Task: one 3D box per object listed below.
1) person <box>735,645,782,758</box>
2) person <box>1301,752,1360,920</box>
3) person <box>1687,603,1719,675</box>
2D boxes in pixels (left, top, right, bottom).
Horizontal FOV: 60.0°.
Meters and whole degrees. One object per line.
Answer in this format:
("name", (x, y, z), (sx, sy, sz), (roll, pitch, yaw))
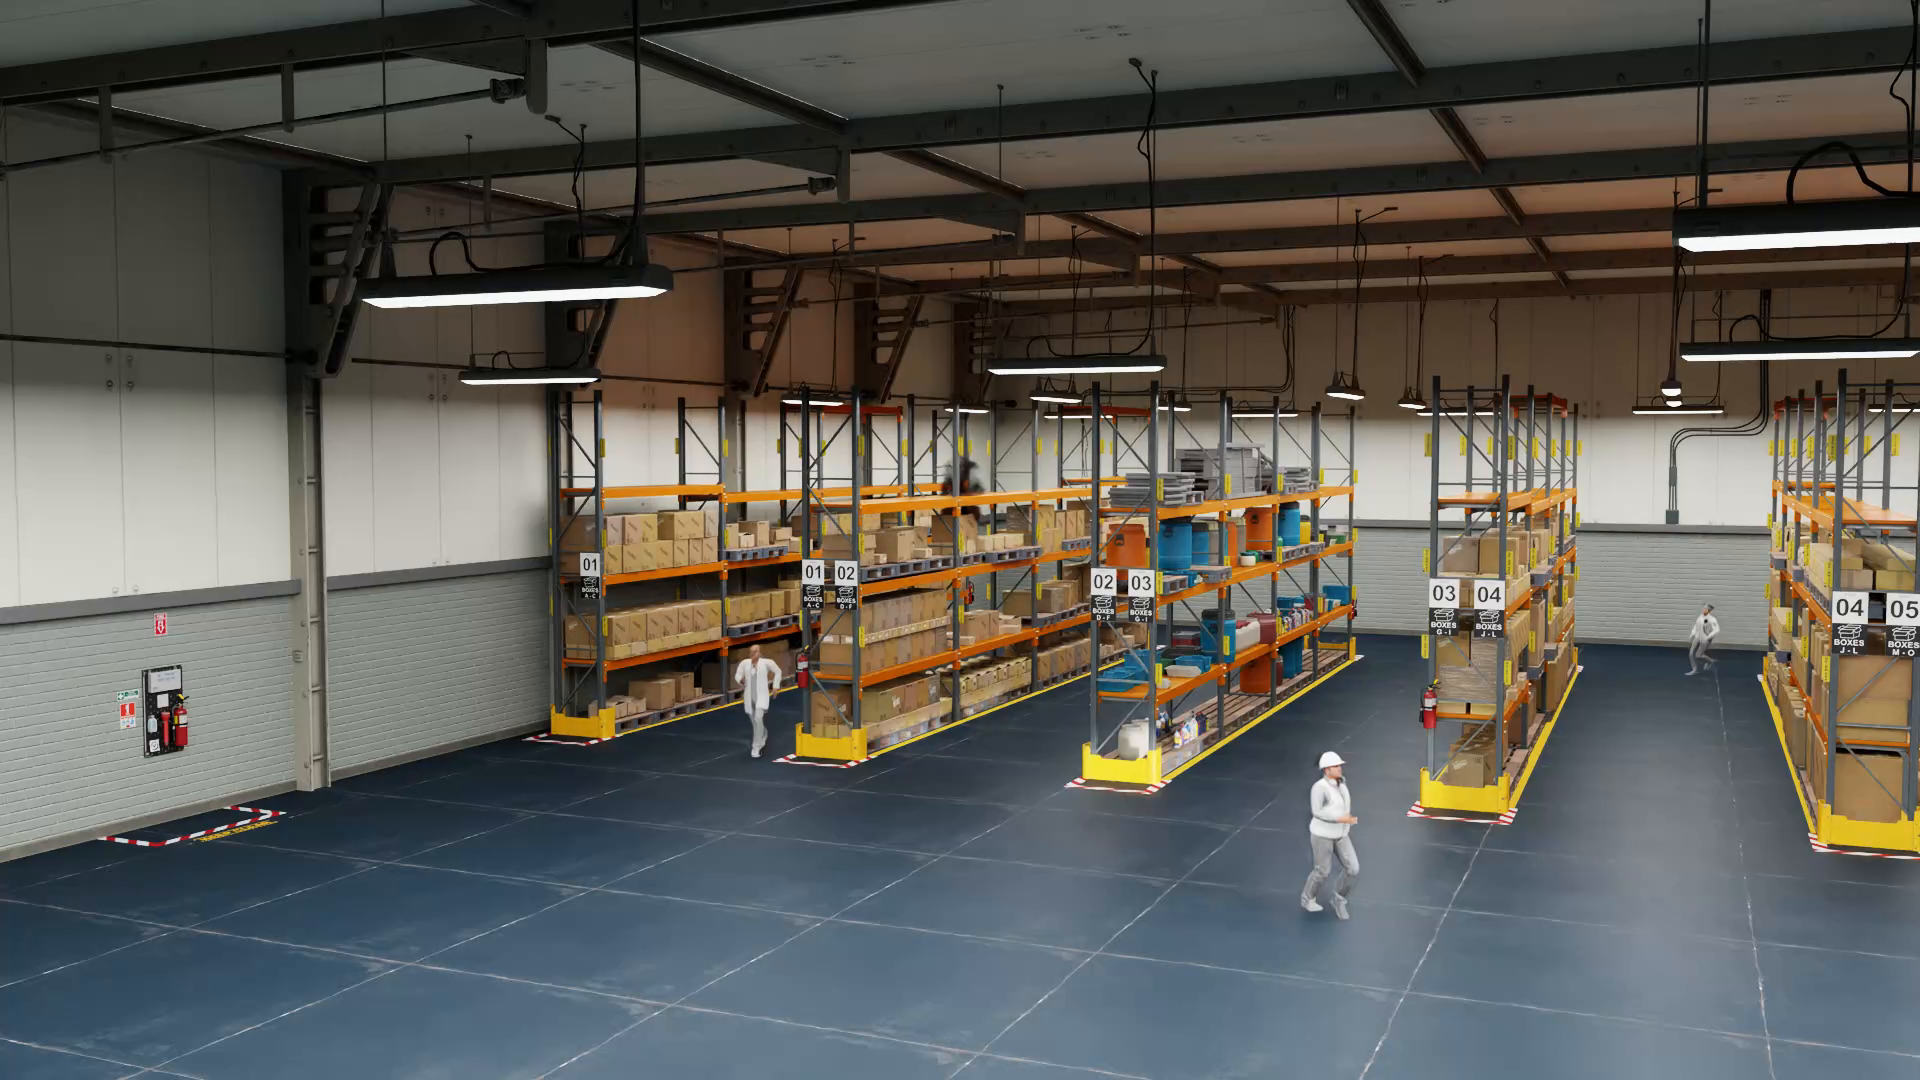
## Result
("person", (-3.343, 2.615, 27.316), (0.733, 1.816, 0.949), (1, 3, 14))
("person", (3.961, 3.158, 17.667), (0.669, 1.829, 0.726), (-3, 4, -38))
("person", (16.371, 2.184, 36.537), (0.524, 1.634, 0.659), (-1, 3, -20))
